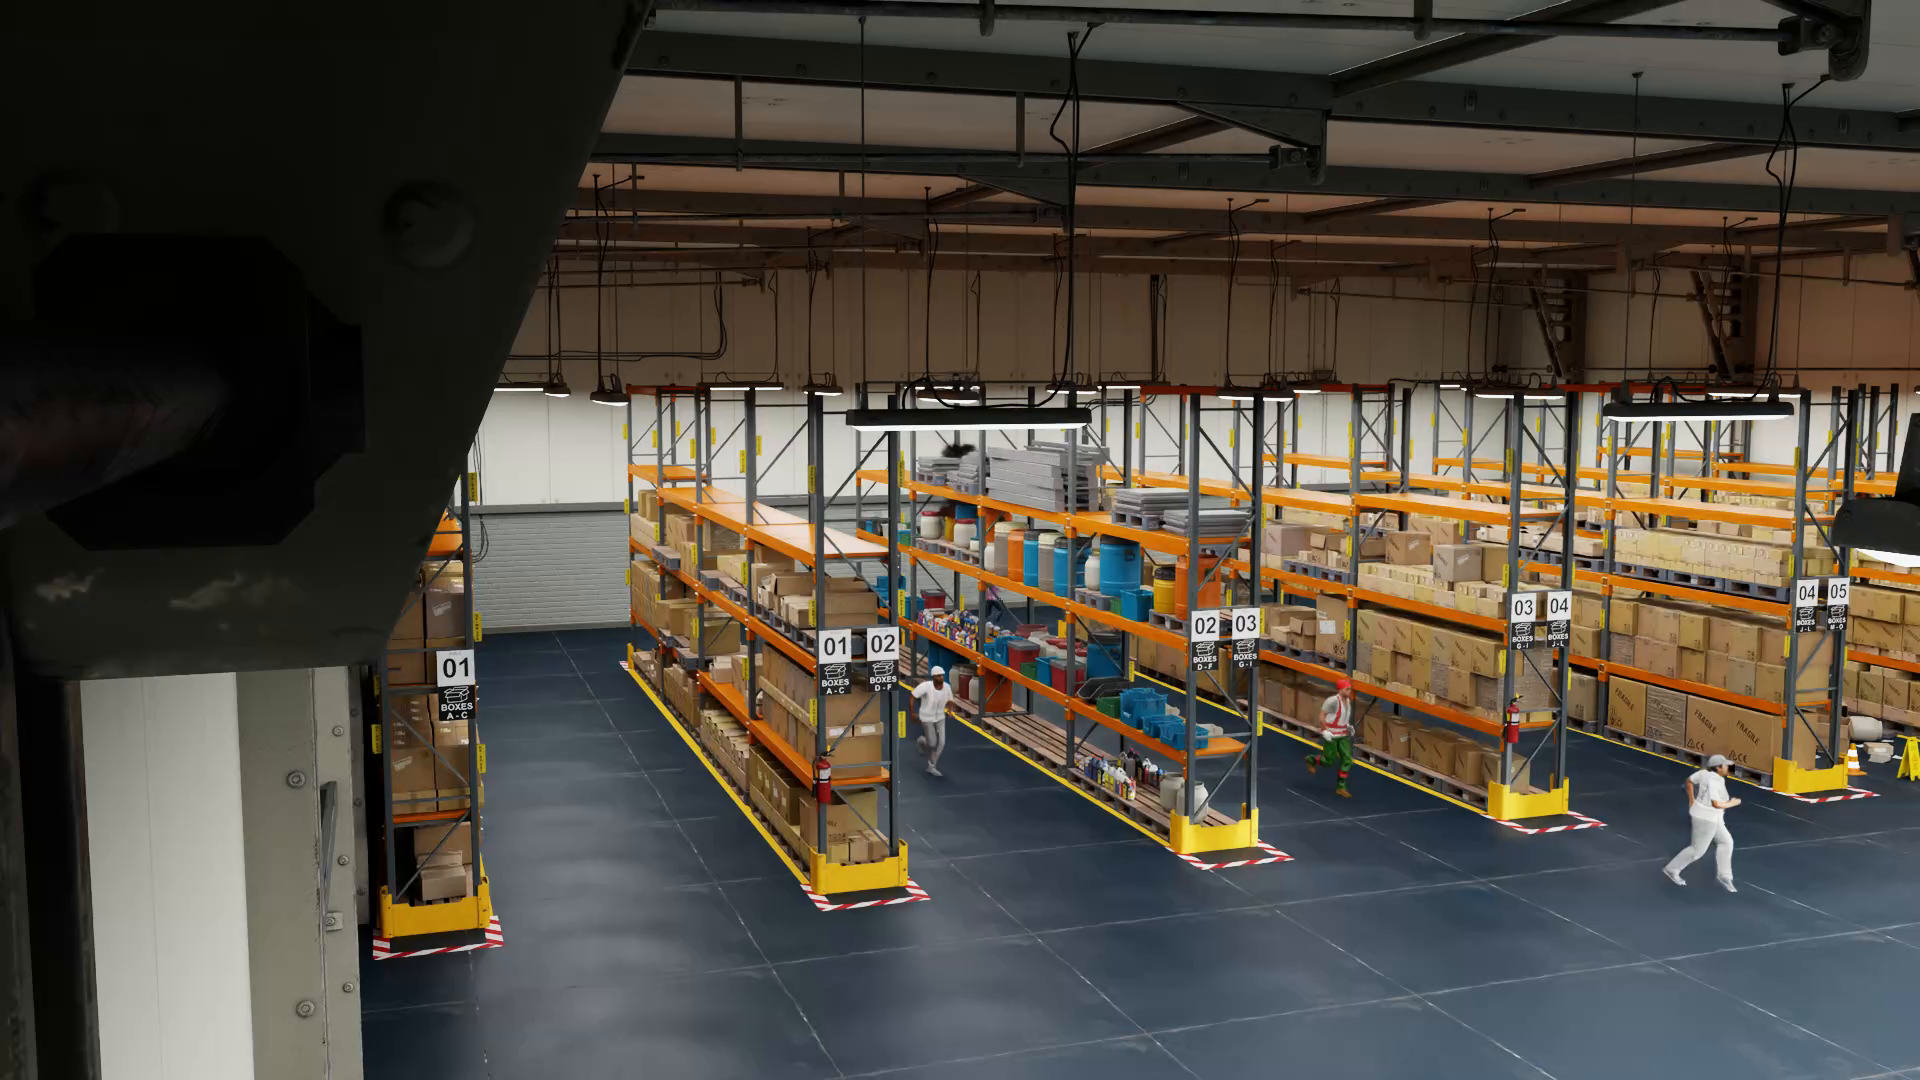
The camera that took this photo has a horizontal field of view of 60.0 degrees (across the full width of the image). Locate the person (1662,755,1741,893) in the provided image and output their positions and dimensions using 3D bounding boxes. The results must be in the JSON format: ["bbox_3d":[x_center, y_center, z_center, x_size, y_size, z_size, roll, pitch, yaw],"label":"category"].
[{"bbox_3d":[9.016,3.438,20.191,0.864,1.712,0.627,2,6,16],"label":"person"}]

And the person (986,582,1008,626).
[{"bbox_3d":[0.775,1.443,39.672,0.760,1.615,0.498,-1,6,-14],"label":"person"}]

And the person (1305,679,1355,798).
[{"bbox_3d":[5.559,2.920,24.838,0.662,1.759,0.895,-4,7,-37],"label":"person"}]

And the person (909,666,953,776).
[{"bbox_3d":[-0.445,2.810,26.064,0.740,1.718,0.700,-3,7,-30],"label":"person"}]

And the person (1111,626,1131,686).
[{"bbox_3d":[2.929,2.300,30.979,0.652,1.672,0.604,-3,7,-30],"label":"person"}]
